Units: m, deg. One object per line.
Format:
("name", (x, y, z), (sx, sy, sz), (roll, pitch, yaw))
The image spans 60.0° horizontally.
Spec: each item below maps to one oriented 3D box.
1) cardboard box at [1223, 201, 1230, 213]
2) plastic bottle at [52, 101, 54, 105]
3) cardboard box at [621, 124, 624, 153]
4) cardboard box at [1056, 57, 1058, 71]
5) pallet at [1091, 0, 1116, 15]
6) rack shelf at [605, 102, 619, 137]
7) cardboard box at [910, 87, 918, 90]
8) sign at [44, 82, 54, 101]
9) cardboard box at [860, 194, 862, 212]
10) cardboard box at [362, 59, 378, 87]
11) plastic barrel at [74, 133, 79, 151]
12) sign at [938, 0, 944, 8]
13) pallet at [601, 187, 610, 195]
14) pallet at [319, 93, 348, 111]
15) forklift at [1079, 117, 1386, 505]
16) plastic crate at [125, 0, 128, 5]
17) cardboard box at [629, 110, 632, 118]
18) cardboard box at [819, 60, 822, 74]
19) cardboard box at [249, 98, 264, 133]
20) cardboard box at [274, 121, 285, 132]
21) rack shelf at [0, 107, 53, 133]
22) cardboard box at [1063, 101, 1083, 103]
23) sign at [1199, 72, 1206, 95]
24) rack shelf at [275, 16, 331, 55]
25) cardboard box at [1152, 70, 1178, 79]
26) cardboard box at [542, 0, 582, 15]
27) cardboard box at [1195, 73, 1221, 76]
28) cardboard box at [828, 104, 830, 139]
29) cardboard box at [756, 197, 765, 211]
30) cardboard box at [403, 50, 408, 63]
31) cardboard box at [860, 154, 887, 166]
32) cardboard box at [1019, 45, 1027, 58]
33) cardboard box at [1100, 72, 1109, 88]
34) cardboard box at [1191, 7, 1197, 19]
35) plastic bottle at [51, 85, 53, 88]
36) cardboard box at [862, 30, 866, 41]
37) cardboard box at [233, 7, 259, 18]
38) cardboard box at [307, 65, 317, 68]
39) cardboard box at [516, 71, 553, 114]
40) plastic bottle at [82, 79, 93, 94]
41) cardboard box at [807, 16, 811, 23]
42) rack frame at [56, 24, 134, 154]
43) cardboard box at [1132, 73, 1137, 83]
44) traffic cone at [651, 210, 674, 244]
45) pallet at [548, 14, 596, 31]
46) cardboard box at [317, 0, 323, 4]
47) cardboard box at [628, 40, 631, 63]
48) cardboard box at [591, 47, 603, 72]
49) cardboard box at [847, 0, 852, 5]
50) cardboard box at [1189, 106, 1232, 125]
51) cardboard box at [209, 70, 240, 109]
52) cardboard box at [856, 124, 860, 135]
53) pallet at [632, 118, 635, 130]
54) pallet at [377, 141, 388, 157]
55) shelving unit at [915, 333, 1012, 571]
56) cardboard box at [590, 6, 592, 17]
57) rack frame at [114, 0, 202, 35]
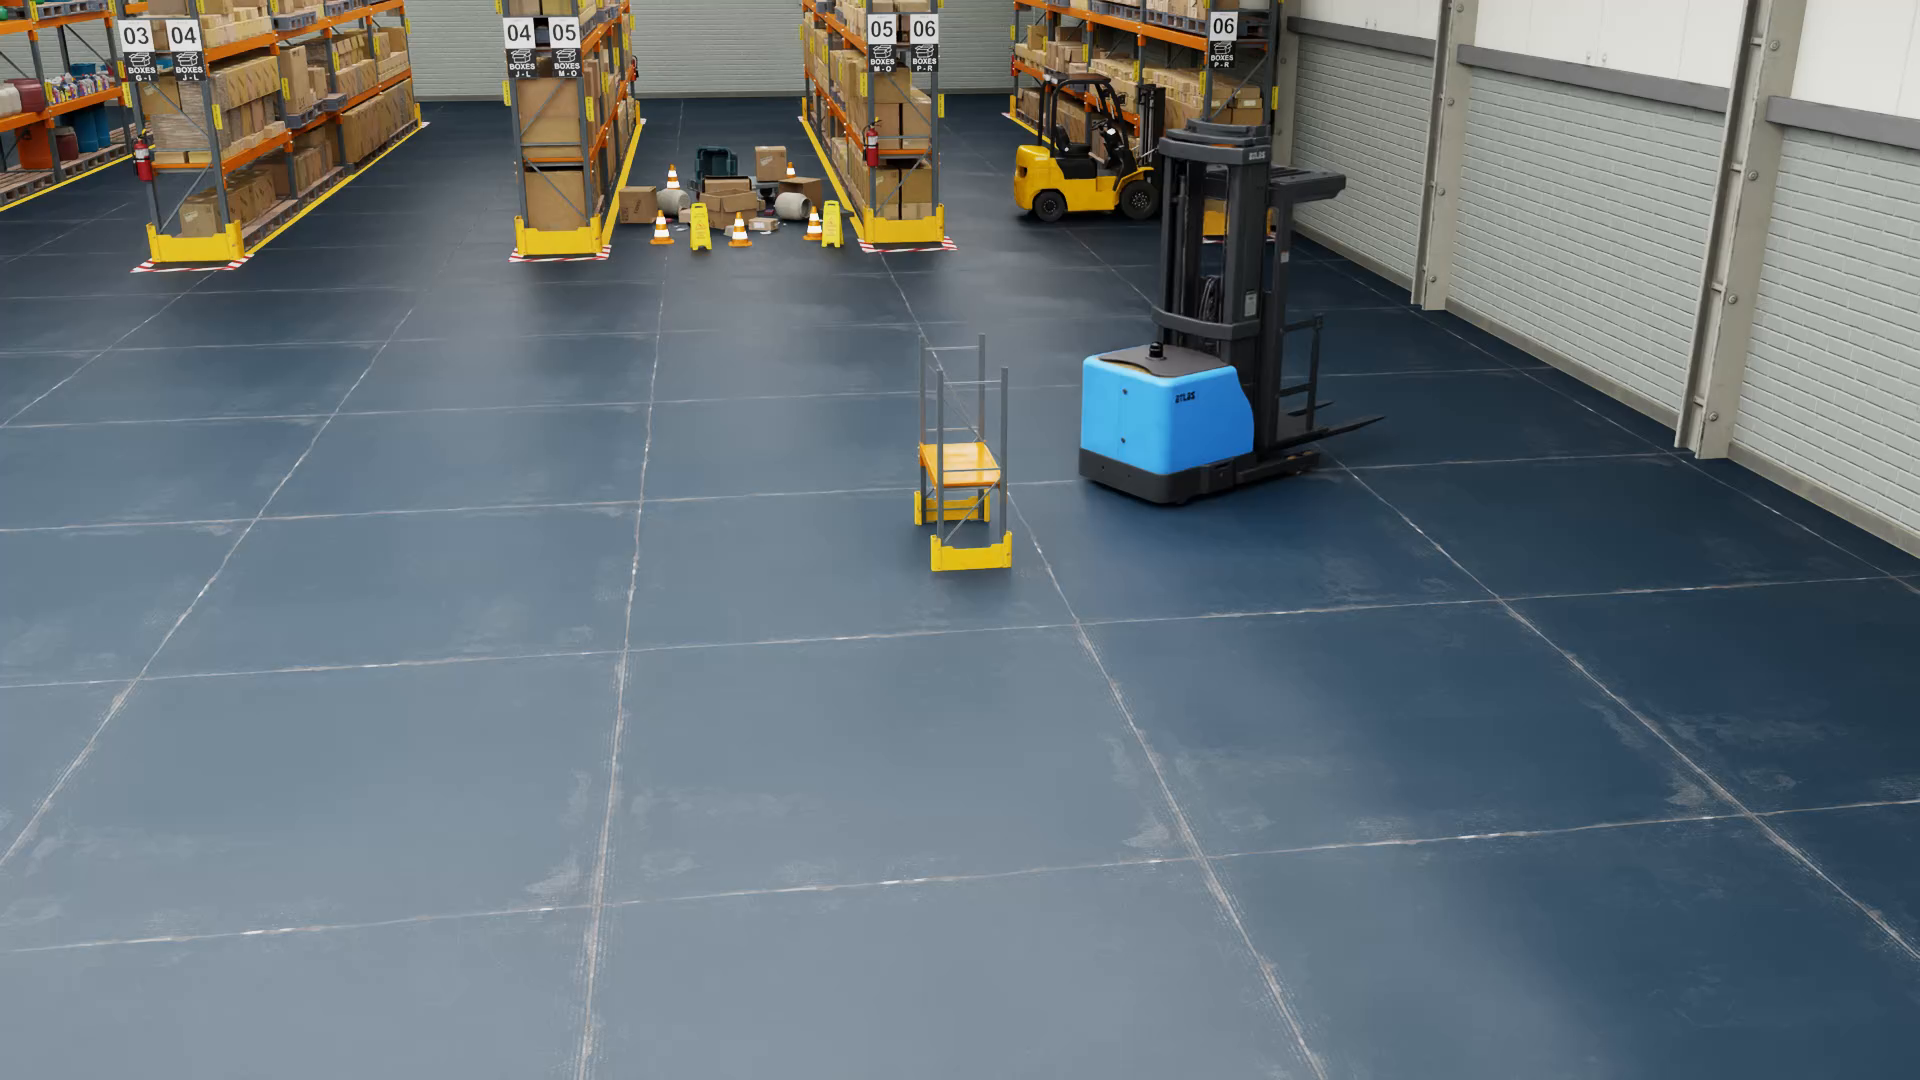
("cardboard box", (4.216, -5.151, 25.551), (0.500, 0.250, 0.500), (-3, 21, -8))
("plastic bottle", (-16.411, -7.979, 29.975), (0.097, 0.271, 0.097), (0, 20, 0))
("cardboard box", (-6.780, -7.754, 32.161), (0.500, 0.500, 0.500), (-3, 21, -7))
("cardboard box", (2.184, -9.851, 34.396), (0.396, 0.266, 0.258), (-2, 21, -5))
("pallet", (3.126, -9.919, 30.969), (1.213, 0.211, 1.003), (-2, 21, -5))
("rack shelf", (-6.567, -7.267, 28.913), (1.077, 0.370, 4.000), (-3, 21, -8))
("cardboard box", (-0.924, -6.884, 26.291), (0.500, 0.500, 0.500), (-2, 21, -6))
("sign", (-16.136, -7.938, 29.449), (0.100, 0.325, 0.005), (-3, 21, -8))
("cardboard box", (-1.268, -5.166, 25.589), (0.500, 0.250, 0.500), (-3, 21, -8))
("cardboard box", (-12.017, -9.365, 33.359), (0.500, 0.500, 0.500), (-3, 21, -8))
("plastic barrel", (-17.099, -7.613, 31.768), (0.421, 0.512, 0.421), (0, 20, 0))
("sign", (-0.281, -7.653, 23.383), (0.100, 0.325, 0.005), (-3, 21, -8))
("pallet", (-6.464, -5.868, 28.126), (1.003, 0.211, 1.213), (-3, 21, -8))
("pallet", (-11.570, -7.750, 29.453), (1.213, 0.211, 1.003), (-3, 21, -8))
("forklift", (2.471, -2.055, 14.029), (3.031, 2.935, 1.130), (-15, 25, -35))
("plastic crate", (-17.163, -11.004, 33.791), (0.497, 0.269, 0.590), (-3, 21, -8))
("cardboard box", (-7.400, -9.356, 36.529), (0.380, 0.149, 0.250), (-3, 21, -7))
("cardboard box", (-2.539, -9.433, 33.185), (0.500, 0.250, 0.500), (-4, 21, -9))
("cardboard box", (-10.989, -6.380, 24.944), (0.875, 0.500, 0.500), (-3, 21, -8))
("cardboard box", (-10.879, -6.519, 26.242), (0.380, 0.149, 0.250), (-3, 21, -8))
("rack shelf", (-16.391, -6.802, 27.668), (1.077, 0.370, 4.000), (-3, 21, -8))
("cardboard box", (2.370, -9.135, 34.932), (0.380, 0.149, 0.250), (-3, 21, -9))
("sign", (3.554, -6.693, 24.357), (0.100, 0.325, 0.005), (-3, 21, -8))
("rack shelf", (-11.489, -8.457, 27.812), (1.077, 0.370, 4.000), (-3, 21, -8))
("cardboard box", (3.414, -7.727, 27.623), (0.380, 0.149, 0.250), (-3, 21, -7))
("cardboard box", (-5.517, -7.424, 23.066), (0.500, 0.250, 0.500), (-3, 21, -8))
("cardboard box", (4.024, -7.488, 26.983), (0.380, 0.149, 0.250), (-3, 21, -9))
("cardboard box", (-2.241, -8.644, 34.010), (0.875, 0.875, 0.875), (-2, 21, -6))
("cardboard box", (-3.401, -5.525, 27.129), (0.396, 0.266, 0.258), (17, 27, 39))
("cardboard box", (-12.599, -10.766, 37.042), (0.500, 0.250, 0.500), (-3, 21, -9))
("cardboard box", (-1.311, -5.763, 25.189), (0.380, 0.149, 0.250), (-2, 21, -6))
("cardboard box", (1.658, -11.326, 38.543), (0.500, 0.250, 0.500), (-3, 21, -7))
("cardboard box", (2.891, -8.475, 30.620), (0.500, 0.250, 0.500), (-3, 21, -9))
("cardboard box", (3.673, -7.865, 24.817), (0.380, 0.149, 0.250), (-4, 21, -9))
("plastic bottle", (-17.278, -8.555, 31.620), (0.097, 0.201, 0.097), (0, 20, 0))
("cardboard box", (-1.215, -7.292, 24.026), (0.380, 0.149, 0.250), (-3, 21, -7))
("cardboard box", (-10.799, -7.940, 25.046), (0.380, 0.149, 0.250), (-4, 21, -10))
("cardboard box", (-11.660, -8.140, 29.479), (0.500, 0.500, 0.500), (-6, 21, -14))
("cardboard box", (-5.888, -6.419, 23.857), (0.875, 0.550, 0.550), (-3, 21, -8))
("plastic bottle", (-16.734, -8.690, 31.874), (0.152, 0.276, 0.135), (-3, 21, -8))
("cardboard box", (-3.165, -11.494, 36.704), (0.380, 0.149, 0.250), (-3, 21, -9))
("rack frame", (-17.256, -9.216, 33.105), (1.000, 3.000, 0.127), (-3, 21, -8))
("cardboard box", (3.193, -7.994, 28.762), (0.380, 0.149, 0.250), (-3, 21, -9))
("traffic cone", (-4.373, -4.593, 24.353), (0.336, 0.463, 0.334), (-3, 21, -8))
("pallet", (-6.171, -7.991, 25.664), (1.003, 0.211, 1.213), (-3, 21, -8))
("cardboard box", (-11.461, -9.615, 29.027), (0.500, 0.500, 0.500), (-2, 21, -6))
("cardboard box", (-7.537, -10.756, 36.659), (0.500, 0.500, 0.500), (-3, 21, -8))
("cardboard box", (-6.726, -8.480, 29.563), (0.700, 0.500, 0.500), (-3, 21, -9))
("cardboard box", (-1.565, -8.459, 26.009), (0.380, 0.149, 0.250), (-3, 21, -8))
("cardboard box", (3.762, -6.267, 25.065), (0.500, 0.500, 0.500), (-3, 21, -9))
("cardboard box", (-10.499, -6.343, 23.416), (0.500, 0.500, 0.500), (-3, 21, -8))
("cardboard box", (-1.428, -6.424, 25.987), (0.380, 0.149, 0.250), (-3, 21, -8))
("pallet", (-7.915, -9.450, 37.717), (1.003, 0.211, 1.213), (-3, 21, -8))
("pallet", (-12.169, -7.896, 33.556), (1.003, 0.211, 1.213), (-3, 21, -8))
("shelving unit", (0.011, -0.676, 12.383), (0.587, 1.500, 1.083), (-3, 21, -8))
("cardboard box", (-5.763, -7.981, 25.126), (0.380, 0.149, 0.250), (-3, 21, -7))
("rack frame", (-10.625, -8.122, 21.600), (1.000, 3.000, 0.127), (-3, 21, -8))
